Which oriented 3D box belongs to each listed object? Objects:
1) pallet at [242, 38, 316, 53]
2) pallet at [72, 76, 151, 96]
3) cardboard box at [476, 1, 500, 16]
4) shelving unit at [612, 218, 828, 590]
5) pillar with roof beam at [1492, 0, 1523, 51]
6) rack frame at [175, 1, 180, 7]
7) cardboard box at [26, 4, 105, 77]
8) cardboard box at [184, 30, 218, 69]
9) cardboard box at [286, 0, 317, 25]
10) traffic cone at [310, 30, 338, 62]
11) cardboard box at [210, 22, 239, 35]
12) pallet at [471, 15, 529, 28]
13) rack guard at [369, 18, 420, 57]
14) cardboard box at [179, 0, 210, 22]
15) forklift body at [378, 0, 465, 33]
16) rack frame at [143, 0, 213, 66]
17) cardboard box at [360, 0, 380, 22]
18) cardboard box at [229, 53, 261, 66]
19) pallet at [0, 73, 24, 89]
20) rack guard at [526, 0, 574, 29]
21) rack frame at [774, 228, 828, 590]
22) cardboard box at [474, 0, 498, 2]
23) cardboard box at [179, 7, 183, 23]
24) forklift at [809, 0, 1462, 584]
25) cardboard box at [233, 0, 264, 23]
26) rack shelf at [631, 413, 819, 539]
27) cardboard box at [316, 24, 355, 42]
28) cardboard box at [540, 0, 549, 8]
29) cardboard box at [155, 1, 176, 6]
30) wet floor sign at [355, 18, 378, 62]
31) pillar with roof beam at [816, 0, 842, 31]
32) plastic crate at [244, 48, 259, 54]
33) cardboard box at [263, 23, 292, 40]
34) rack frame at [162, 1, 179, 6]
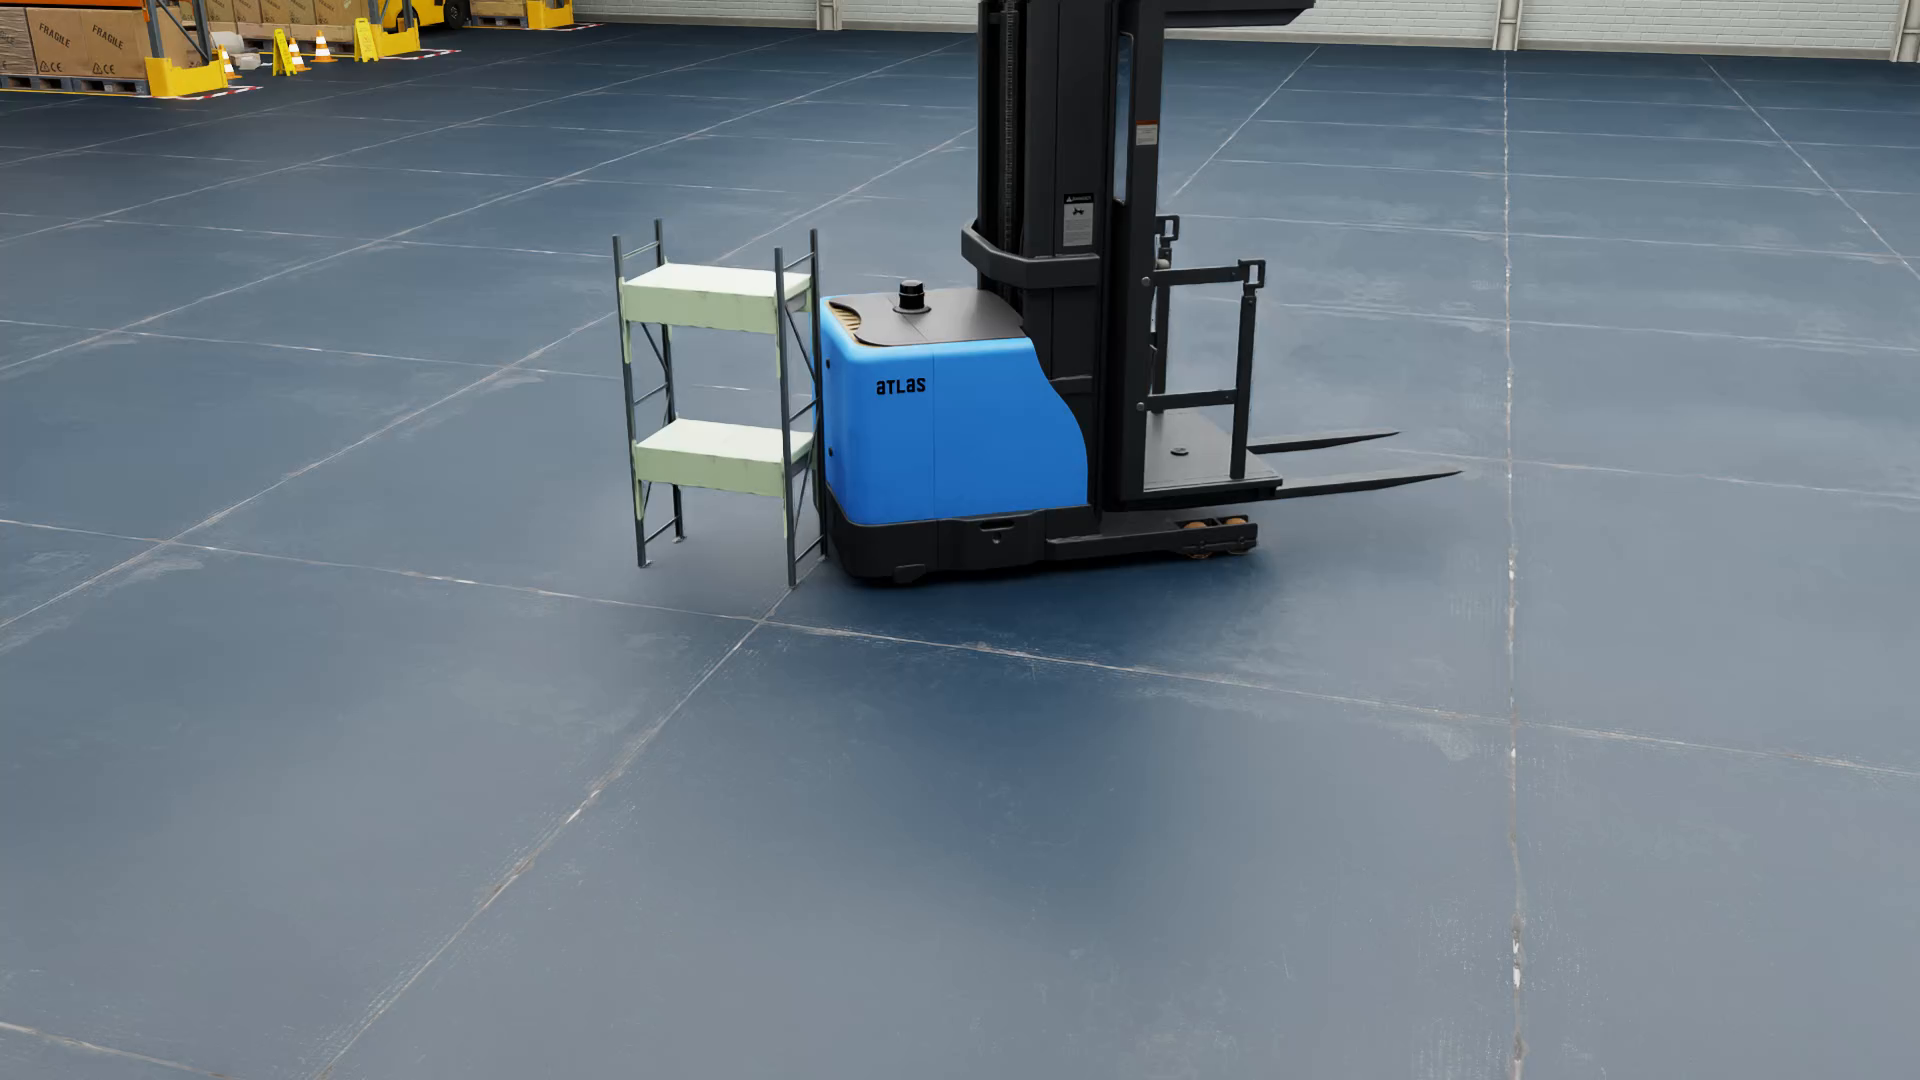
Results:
[{"bbox_3d":[-11.195,-8.275,27.665,1.213,0.211,1.003,7,23,16],"label":"pallet"},{"bbox_3d":[-11.312,-6.280,22.801,1.213,0.211,1.003,7,23,15],"label":"pallet"},{"bbox_3d":[-8.775,-10.041,31.366,0.500,0.250,0.500,7,23,15],"label":"cardboard box"},{"bbox_3d":[-1.022,-0.594,7.242,0.755,1.500,0.431,7,23,17],"label":"shelving unit"},{"bbox_3d":[7.823,-10.766,22.159,0.400,9.000,9.100,7,23,16],"label":"pillar with roof beam"},{"bbox_3d":[-15.419,-12.001,33.075,0.127,3.000,1.000,7,23,16],"label":"rack frame"},{"bbox_3d":[-12.035,-6.868,22.807,0.875,0.875,0.875,6,23,15],"label":"cardboard box"},{"bbox_3d":[-11.603,-7.438,25.240,0.637,0.503,0.797,-9,24,-21],"label":"cardboard box"},{"bbox_3d":[-10.533,-8.638,26.959,0.500,0.500,0.500,7,23,17],"label":"cardboard box"},{"bbox_3d":[-9.975,-7.725,25.993,0.334,0.463,0.336,7,23,16],"label":"traffic cone"},{"bbox_3d":[-12.019,-8.464,27.521,0.500,0.250,0.500,8,24,19],"label":"cardboard box"},{"bbox_3d":[-8.504,-9.903,31.633,1.213,0.211,1.003,7,23,16],"label":"pallet"},{"bbox_3d":[-9.263,-8.172,27.034,0.348,0.500,1.175,7,23,16],"label":"rack guard"},{"bbox_3d":[-12.533,-8.865,27.511,0.500,0.500,0.500,8,24,18],"label":"cardboard box"},{"bbox_3d":[-10.103,-10.276,29.989,1.214,2.155,2.313,7,23,16],"label":"forklift body"},{"bbox_3d":[-10.523,-7.511,22.128,0.127,3.000,1.000,7,23,16],"label":"rack frame"},{"bbox_3d":[-9.906,-8.781,27.305,0.500,0.500,0.500,6,23,14],"label":"cardboard box"},{"bbox_3d":[-11.028,-7.411,25.641,0.380,0.149,0.250,-20,29,-39],"label":"cardboard box"},{"bbox_3d":[-13.648,-6.547,23.453,1.213,0.211,1.003,7,23,15],"label":"pallet"},{"bbox_3d":[-7.737,-9.965,31.405,0.348,0.500,1.175,7,23,16],"label":"rack guard"},{"bbox_3d":[-0.674,-0.551,7.136,0.023,1.500,0.400,7,23,17],"label":"rack frame"},{"bbox_3d":[-8.793,-10.276,31.281,0.500,0.250,0.500,6,23,15],"label":"cardboard box"},{"bbox_3d":[-13.523,-8.794,28.165,0.625,0.372,0.950,7,23,16],"label":"cardboard box"},{"bbox_3d":[0.867,-1.456,7.457,3.031,2.935,1.130,-6,23,-14],"label":"forklift"},{"bbox_3d":[-11.521,-8.753,27.238,0.500,0.500,0.500,8,24,18],"label":"cardboard box"},{"bbox_3d":[-1.022,-0.293,7.366,0.720,0.370,0.431,7,23,17],"label":"rack shelf"},{"bbox_3d":[-10.065,-8.236,26.965,0.500,0.250,0.500,6,23,15],"label":"cardboard box"},{"bbox_3d":[-8.174,-10.171,31.683,0.500,0.250,0.500,7,23,16],"label":"cardboard box"},{"bbox_3d":[-15.886,-11.007,33.392,0.500,0.500,0.500,7,23,17],"label":"cardboard box"},{"bbox_3d":[-9.318,-7.821,25.987,0.232,0.644,0.267,16,27,34],"label":"wet floor sign"},{"bbox_3d":[-3.666,-12.082,25.366,0.400,9.000,9.100,7,23,16],"label":"pillar with roof beam"},{"bbox_3d":[-11.754,-7.938,27.016,0.583,0.080,0.402,-1,22,-3],"label":"plastic crate"},{"bbox_3d":[-11.038,-8.348,27.239,0.500,0.250,0.500,6,23,14],"label":"cardboard box"},{"bbox_3d":[-13.020,-9.759,27.608,0.127,3.000,1.000,7,23,16],"label":"rack frame"}]
